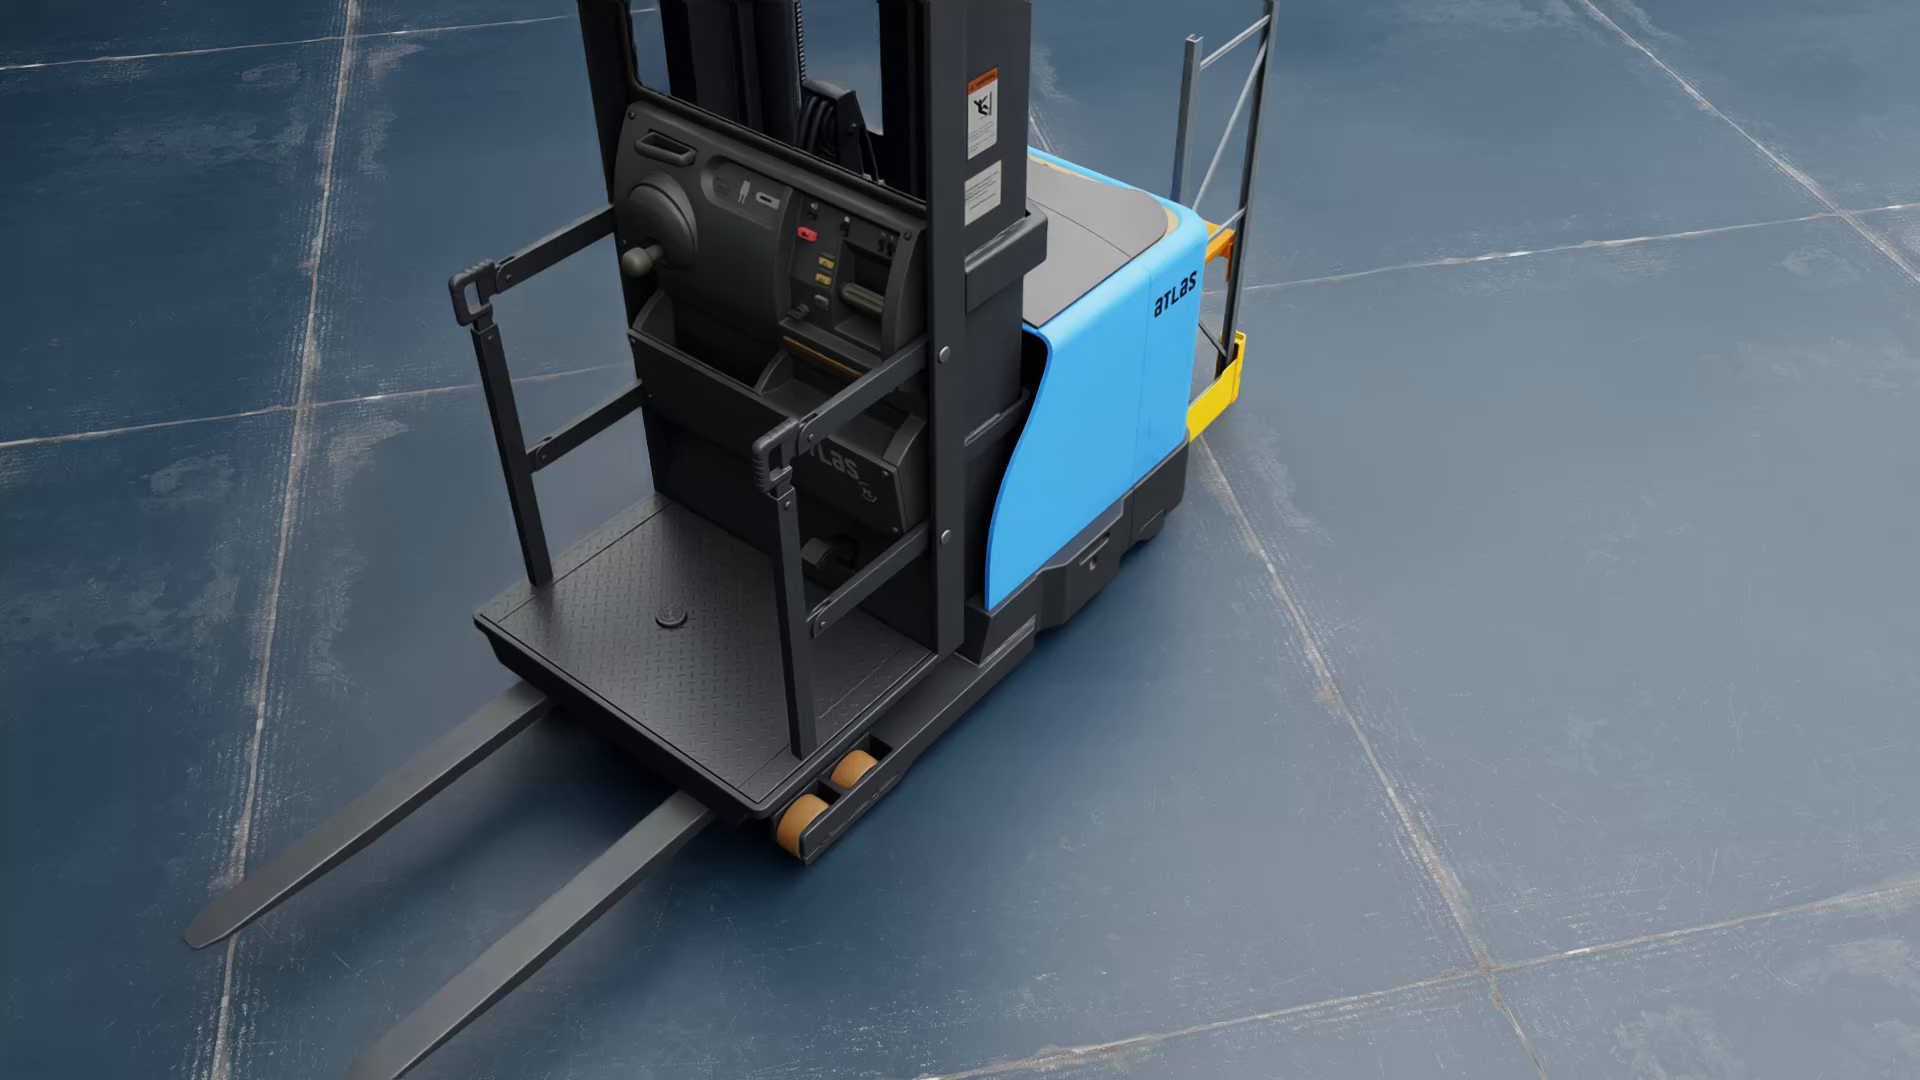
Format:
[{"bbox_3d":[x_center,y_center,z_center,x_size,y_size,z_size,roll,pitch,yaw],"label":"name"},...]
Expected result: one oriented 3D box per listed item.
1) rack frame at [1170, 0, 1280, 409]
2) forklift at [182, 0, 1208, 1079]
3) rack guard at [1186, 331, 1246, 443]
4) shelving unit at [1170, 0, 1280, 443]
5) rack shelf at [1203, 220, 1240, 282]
[{"bbox_3d":[0.774,-0.929,5.167,0.032,1.500,0.500,26,48,26],"label":"rack frame"},{"bbox_3d":[-0.603,-0.647,3.771,1.130,2.935,3.031,28,49,28],"label":"forklift"},{"bbox_3d":[0.773,-0.462,5.582,0.087,0.250,0.587,26,48,26],"label":"rack guard"},{"bbox_3d":[0.373,-1.126,5.389,1.083,1.500,0.587,26,48,26],"label":"shelving unit"},{"bbox_3d":[0.366,-0.995,5.513,1.000,0.185,0.538,26,48,26],"label":"rack shelf"}]
